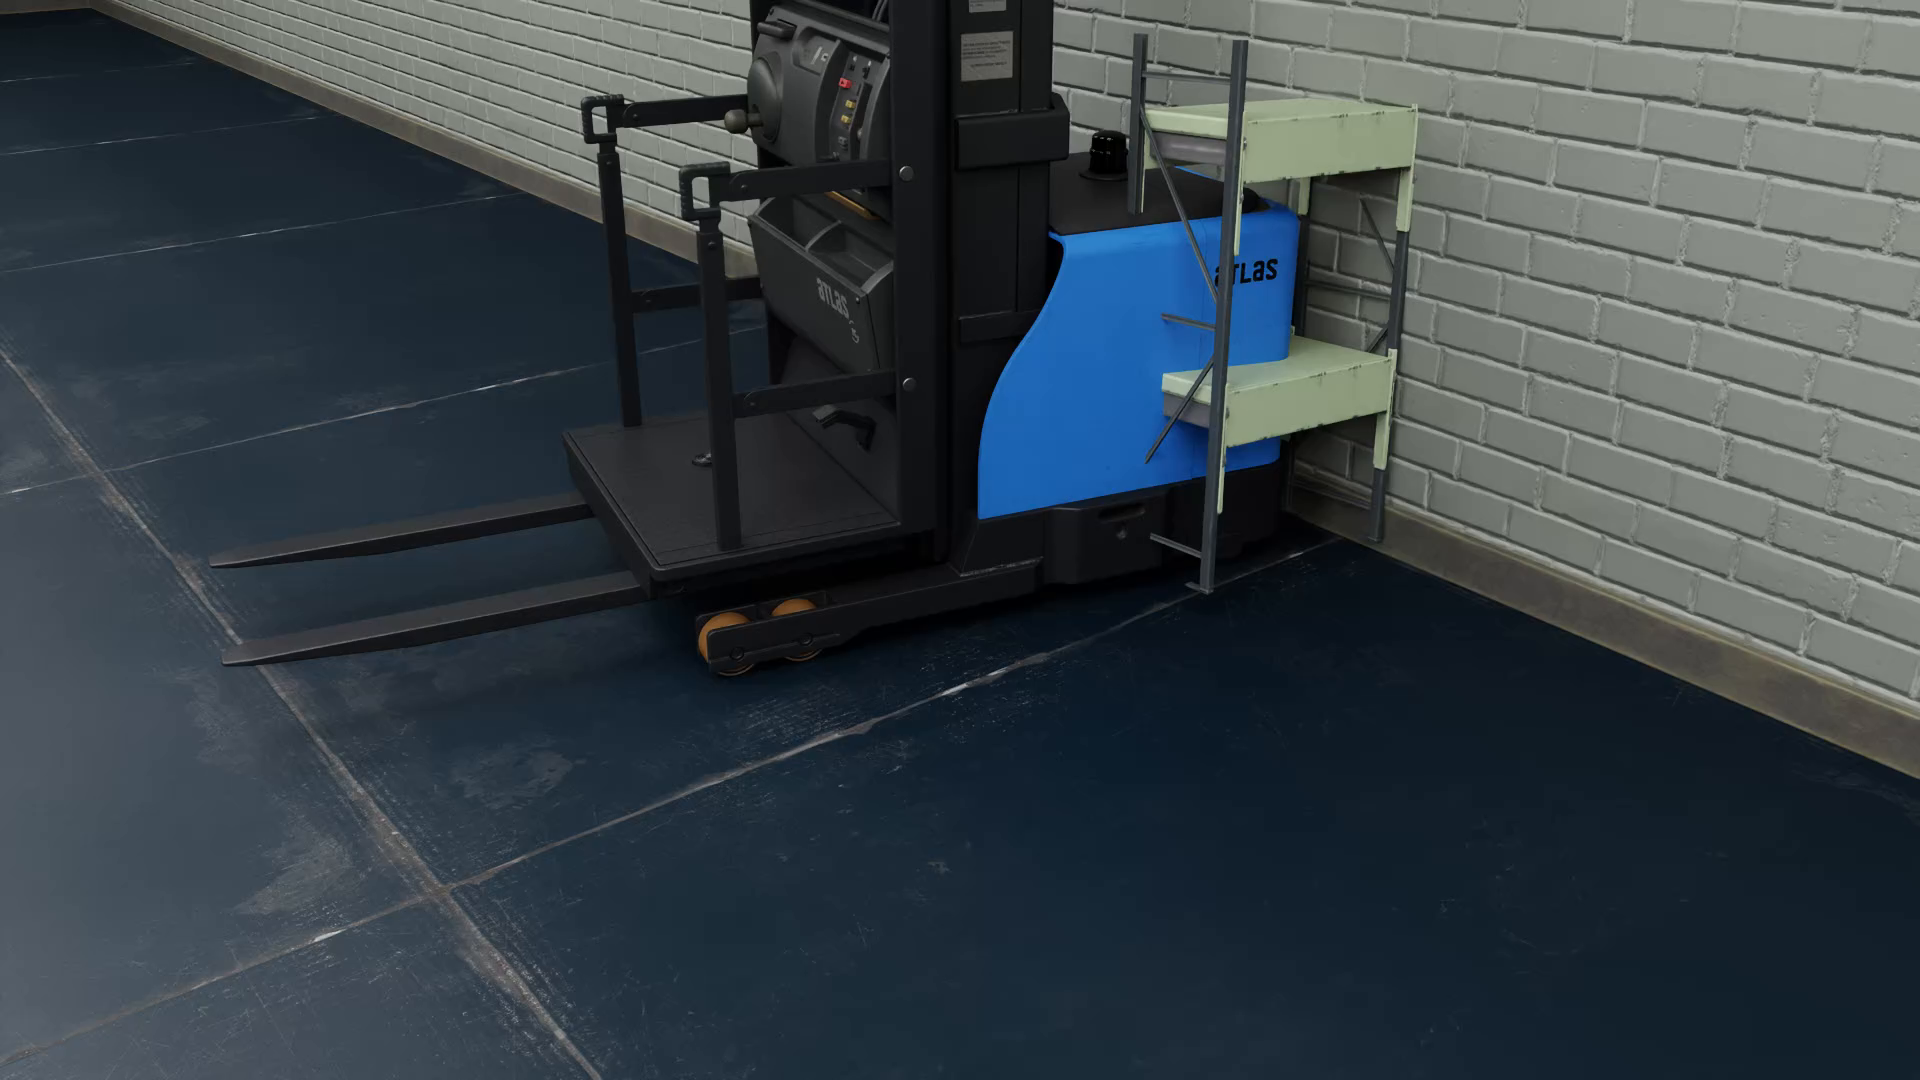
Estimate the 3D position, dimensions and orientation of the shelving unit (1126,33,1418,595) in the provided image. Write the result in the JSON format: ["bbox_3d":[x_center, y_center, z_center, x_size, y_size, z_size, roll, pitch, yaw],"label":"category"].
[{"bbox_3d":[0.882,-0.680,4.804,0.755,1.500,0.431,-14,24,-35],"label":"shelving unit"}]

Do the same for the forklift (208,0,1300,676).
[{"bbox_3d":[-0.571,-1.218,4.393,3.031,2.935,1.130,-11,27,-22],"label":"forklift"}]

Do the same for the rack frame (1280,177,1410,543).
[{"bbox_3d":[1.172,-0.752,5.015,0.023,1.500,0.400,-14,24,-35],"label":"rack frame"}]

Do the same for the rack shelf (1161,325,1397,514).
[{"bbox_3d":[0.879,-0.373,4.914,0.720,0.370,0.431,-14,24,-35],"label":"rack shelf"}]

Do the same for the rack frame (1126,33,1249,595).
[{"bbox_3d":[0.592,-0.608,4.593,0.023,1.500,0.400,-14,24,-35],"label":"rack frame"}]

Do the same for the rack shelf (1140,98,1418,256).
[{"bbox_3d":[0.886,-1.048,4.673,0.720,0.370,0.431,-14,24,-35],"label":"rack shelf"}]
